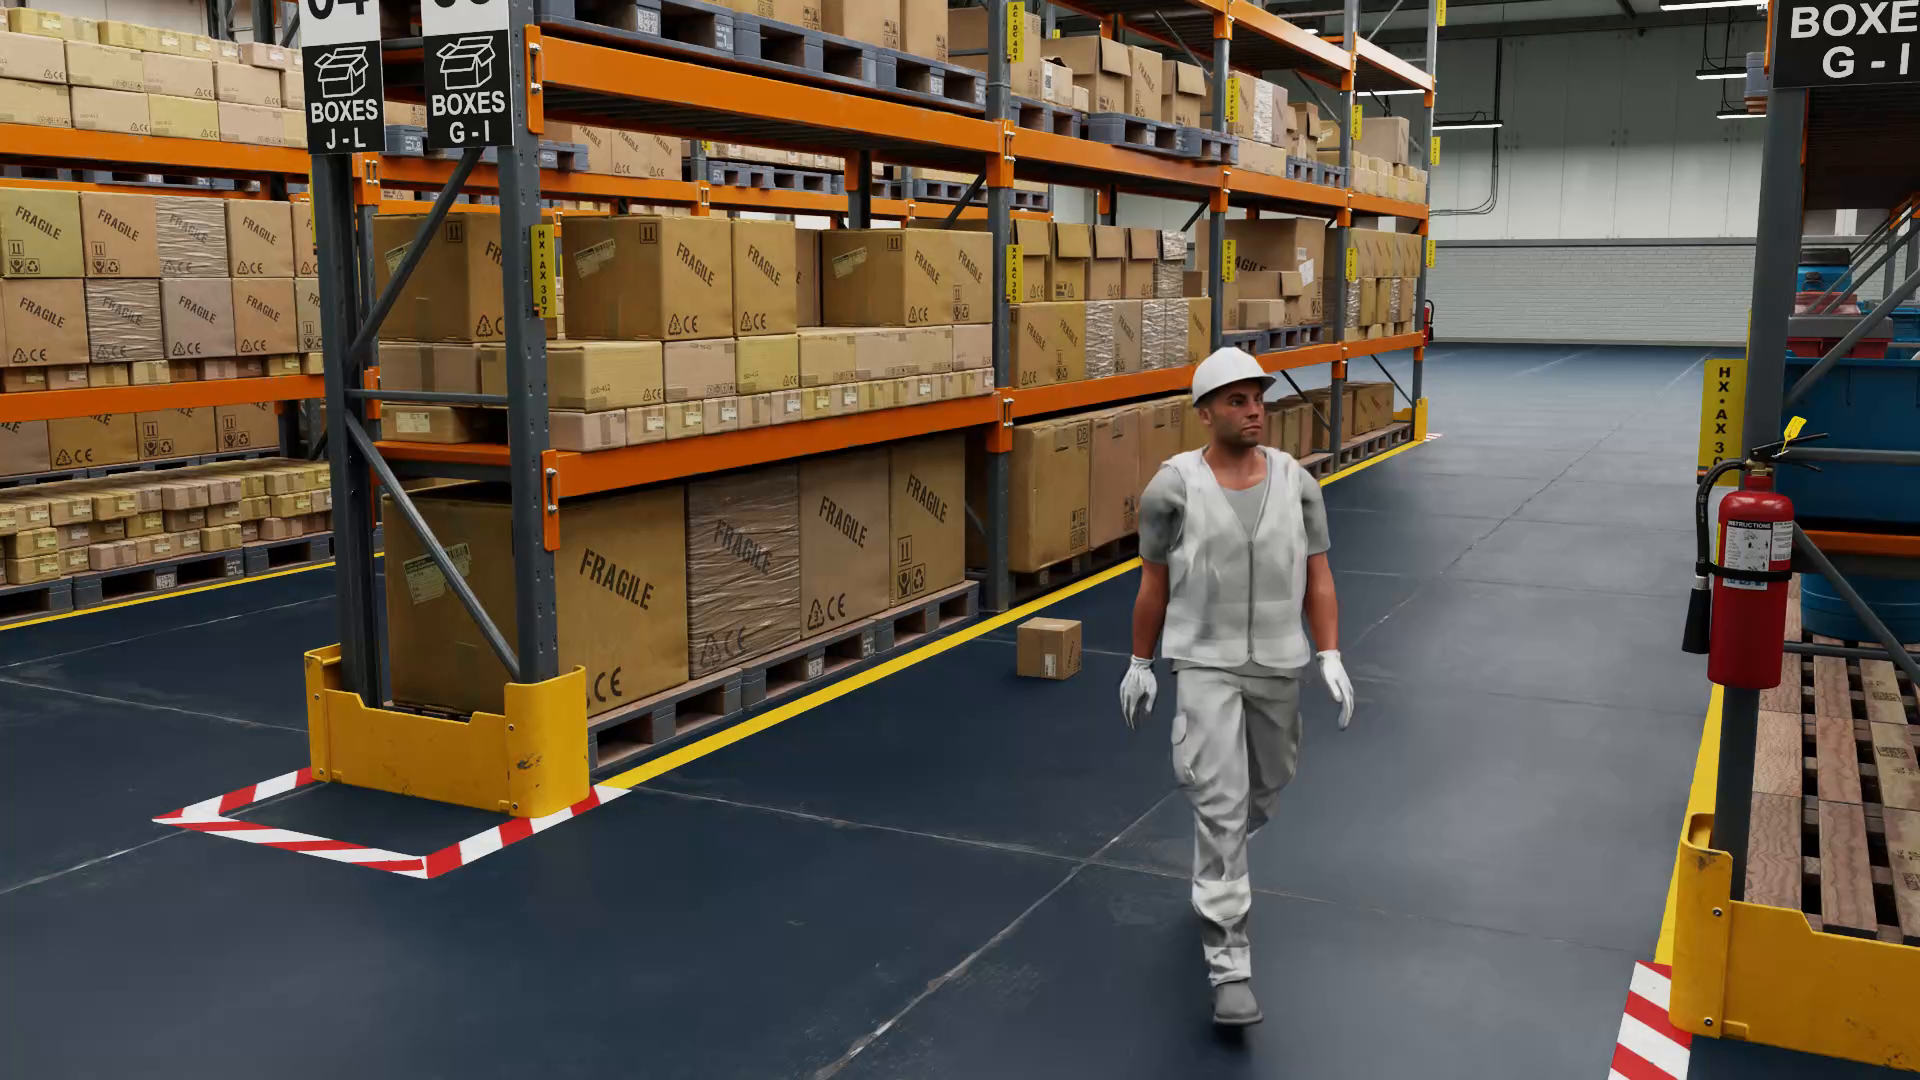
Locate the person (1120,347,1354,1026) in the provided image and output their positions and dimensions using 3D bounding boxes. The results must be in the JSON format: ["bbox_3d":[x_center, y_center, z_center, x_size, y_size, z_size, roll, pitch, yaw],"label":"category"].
[{"bbox_3d":[0.764,0.351,4.588,0.597,1.754,0.998,-1,9,-9],"label":"person"}]
